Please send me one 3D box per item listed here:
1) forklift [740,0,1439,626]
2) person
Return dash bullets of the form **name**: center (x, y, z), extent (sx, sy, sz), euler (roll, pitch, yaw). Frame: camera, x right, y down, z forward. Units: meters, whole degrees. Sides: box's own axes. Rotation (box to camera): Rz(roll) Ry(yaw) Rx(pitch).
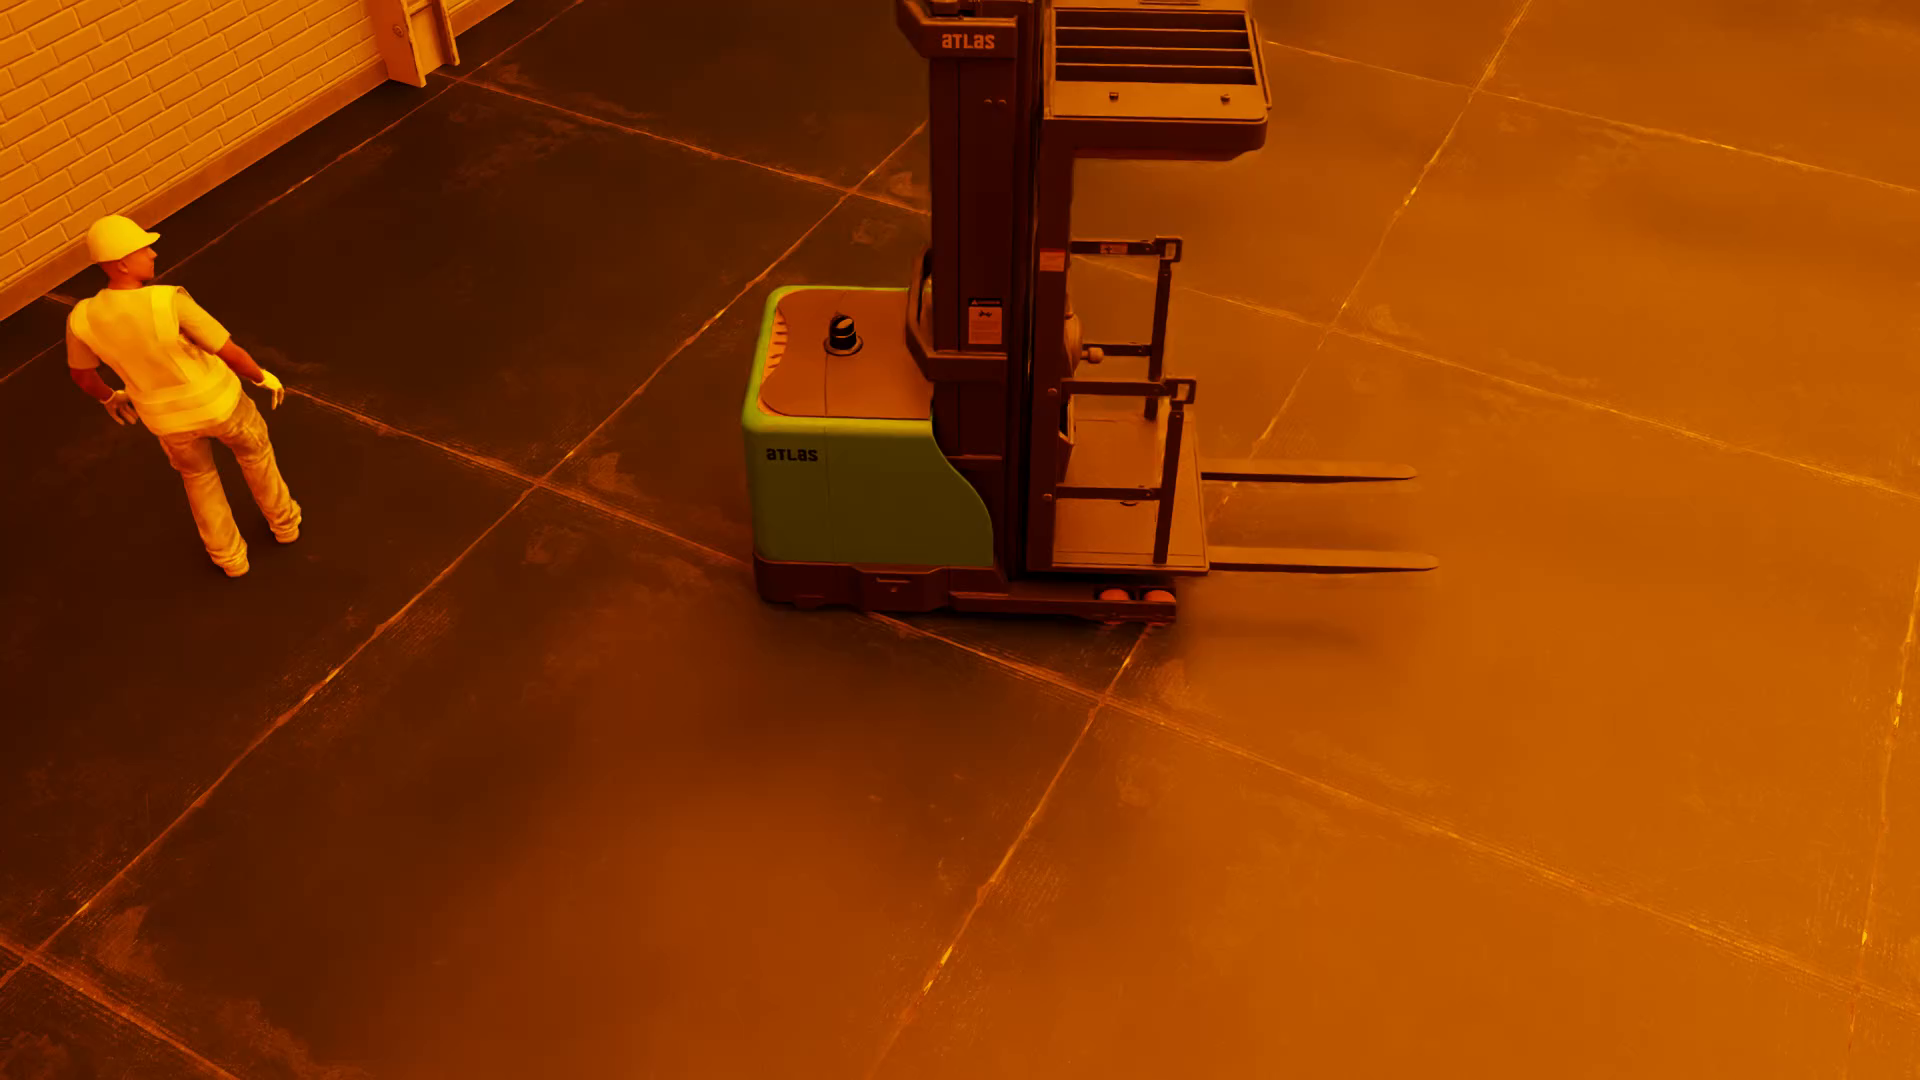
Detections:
- **forklift**: center (0.617, -1.059, 6.778), extent (3.031, 2.935, 1.130), euler (2, 43, 2)
- **person**: center (-3.317, -0.630, 7.176), extent (0.784, 1.764, 0.518), euler (-7, 44, -8)
